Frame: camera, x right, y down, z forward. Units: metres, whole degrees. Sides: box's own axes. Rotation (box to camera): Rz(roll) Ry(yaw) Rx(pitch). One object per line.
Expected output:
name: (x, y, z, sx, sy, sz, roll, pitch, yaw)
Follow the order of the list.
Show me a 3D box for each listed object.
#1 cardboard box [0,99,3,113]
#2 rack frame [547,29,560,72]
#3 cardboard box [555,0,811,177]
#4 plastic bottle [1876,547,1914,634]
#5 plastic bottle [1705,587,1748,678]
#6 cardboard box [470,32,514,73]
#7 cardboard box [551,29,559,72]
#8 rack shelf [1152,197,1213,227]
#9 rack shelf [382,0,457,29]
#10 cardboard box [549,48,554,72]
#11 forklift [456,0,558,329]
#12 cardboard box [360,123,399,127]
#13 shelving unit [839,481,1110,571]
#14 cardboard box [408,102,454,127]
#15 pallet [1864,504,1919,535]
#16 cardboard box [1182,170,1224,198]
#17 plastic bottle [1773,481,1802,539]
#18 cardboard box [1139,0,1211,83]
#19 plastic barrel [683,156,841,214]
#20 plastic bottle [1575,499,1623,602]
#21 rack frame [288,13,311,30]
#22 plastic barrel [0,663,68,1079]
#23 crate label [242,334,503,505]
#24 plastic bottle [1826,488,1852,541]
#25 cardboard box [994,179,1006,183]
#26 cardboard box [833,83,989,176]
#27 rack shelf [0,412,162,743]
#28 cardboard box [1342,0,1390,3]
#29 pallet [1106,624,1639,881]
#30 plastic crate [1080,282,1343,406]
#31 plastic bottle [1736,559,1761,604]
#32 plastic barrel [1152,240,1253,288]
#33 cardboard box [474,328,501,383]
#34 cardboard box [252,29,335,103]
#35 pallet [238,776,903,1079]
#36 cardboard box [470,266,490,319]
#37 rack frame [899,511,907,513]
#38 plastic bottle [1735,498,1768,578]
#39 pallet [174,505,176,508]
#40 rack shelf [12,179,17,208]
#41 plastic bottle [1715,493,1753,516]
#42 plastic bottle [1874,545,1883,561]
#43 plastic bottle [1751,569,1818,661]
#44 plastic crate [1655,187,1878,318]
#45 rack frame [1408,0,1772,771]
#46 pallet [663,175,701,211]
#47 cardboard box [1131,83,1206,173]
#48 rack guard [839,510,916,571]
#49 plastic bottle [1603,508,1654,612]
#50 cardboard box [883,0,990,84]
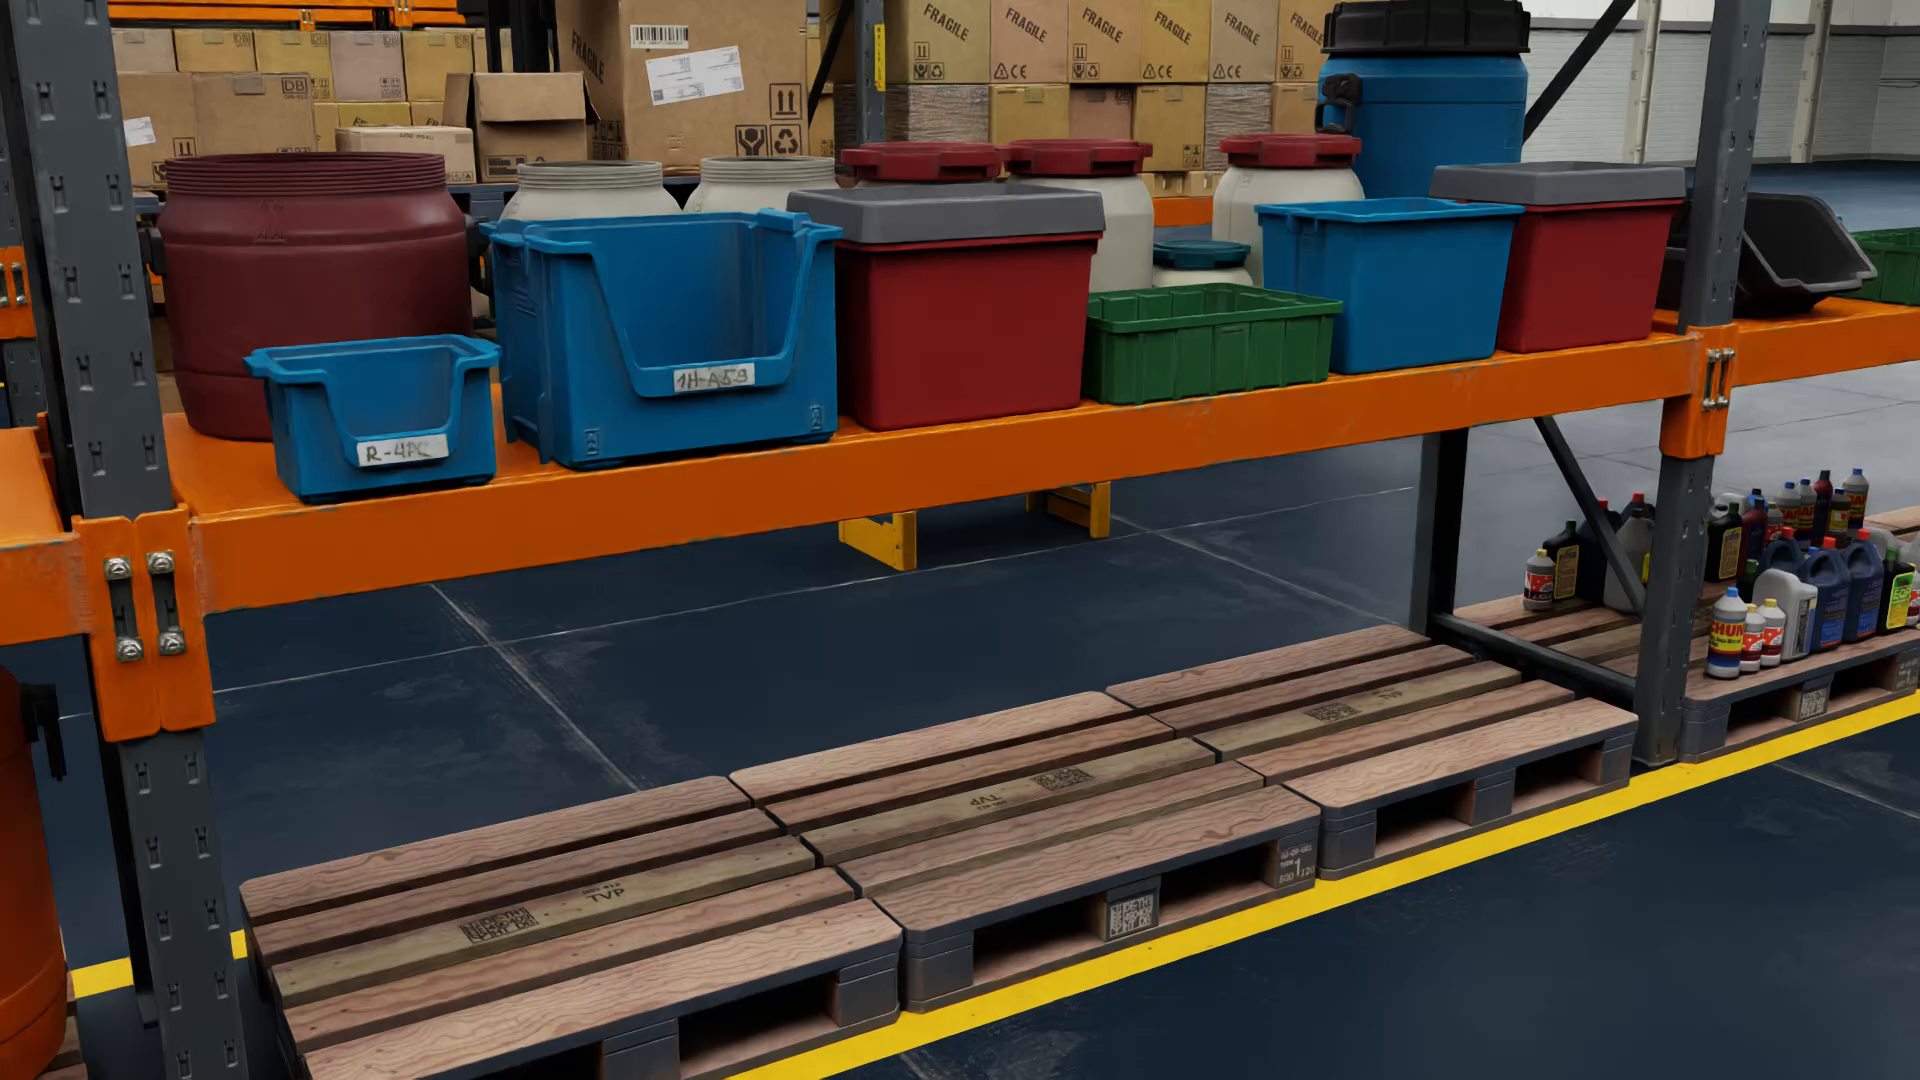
cardboard box: (-8.725, -4.166, 15.199, 0.500, 0.500, 0.500, -10, 18, -31)
rack frame: (-3.165, -3.188, 13.225, 0.127, 3.000, 1.000, -9, 18, -30)
cardboard box: (-1.450, -2.439, 8.665, 1.000, 1.000, 1.000, -9, 18, -29)
plastic bottle: (3.084, 0.160, 5.500, 0.133, 0.283, 0.061, -8, 18, -27)
plastic bottle: (2.353, 0.279, 5.099, 0.097, 0.271, 0.097, 0, 16, 0)
cardboard box: (-3.587, -3.647, 12.826, 0.500, 0.500, 0.700, -10, 18, -31)
cardboard box: (-2.831, -3.824, 13.214, 0.550, 0.550, 0.875, -9, 18, -30)
rack shelf: (1.017, -1.958, 10.170, 4.000, 0.370, 1.077, -9, 18, -30)
rack shelf: (-4.086, -5.695, 17.945, 4.000, 0.370, 1.077, -9, 18, -30)
cardboard box: (-4.418, -5.133, 17.573, 0.500, 0.500, 0.700, -10, 18, -31)
forklift: (-2.691, -2.621, 11.328, 1.130, 2.935, 3.031, -9, 18, -30)
cardboard box: (-2.835, -1.902, 8.109, 0.258, 0.266, 0.396, -10, 18, -31)
shelving unit: (0.065, -0.733, 7.245, 1.083, 1.500, 0.587, -9, 18, -30)
cardboard box: (-3.908, -3.032, 12.482, 0.500, 0.500, 0.500, -9, 18, -30)
pallet: (4.542, 0.039, 6.878, 1.213, 0.211, 1.003, -9, 18, -30)
cardboard box: (1.362, -2.141, 9.957, 0.250, 0.149, 0.380, -9, 18, -30)
plastic bottle: (3.188, -0.093, 6.424, 0.097, 0.271, 0.097, 0, 16, 0)
cardboard box: (1.099, -2.914, 9.660, 0.500, 0.500, 0.500, -9, 18, -30)
plastic barrel: (-0.442, -0.629, 3.890, 0.421, 0.512, 0.421, 0, 16, 0)
plastic bottle: (2.257, 0.027, 5.849, 0.185, 0.351, 0.144, -10, 18, -31)
rack frame: (-8.360, -5.467, 21.356, 0.127, 3.000, 1.000, -9, 18, -30)
plastic barrel: (-1.986, 0.590, 2.989, 0.708, 0.830, 0.600, -9, 18, -30)
crate label: (-1.021, -0.216, 2.932, 0.416, 0.233, 0.303, -9, 18, -30)
plastic bottle: (3.479, -0.107, 6.602, 0.097, 0.201, 0.097, 0, 16, 0)
cardboard box: (0.063, -1.939, 9.234, 0.250, 0.149, 0.380, -9, 18, -30)
cardboard box: (-0.279, -2.266, 9.200, 0.500, 0.500, 0.875, -9, 18, -30)
rack shelf: (-3.289, 0.300, 2.115, 4.000, 0.370, 1.077, -9, 18, -30)
cardboard box: (2.388, -3.122, 10.400, 0.500, 0.500, 0.500, -9, 18, -30)
pallet: (1.201, 0.580, 4.948, 1.213, 0.211, 1.003, -9, 18, -30)
plastic crate: (0.506, -0.471, 3.925, 0.662, 0.188, 0.450, -9, 18, -30)
plastic bottle: (2.560, 0.197, 5.367, 0.133, 0.283, 0.061, -9, 18, -30)
plastic barrel: (0.640, -0.665, 4.482, 0.301, 0.262, 0.301, 0, 16, 0)
cardboard box: (-2.132, -0.814, 8.574, 0.500, 0.500, 0.700, -11, 19, -34)
cardboard box: (-4.894, -3.435, 12.070, 0.500, 0.500, 0.700, -9, 18, -30)
pallet: (-0.891, 0.920, 3.738, 1.213, 0.211, 1.003, -9, 18, -30)
cardboard box: (-3.651, -2.200, 13.090, 0.750, 0.750, 1.050, -9, 18, -30)
rack frame: (-0.363, -0.663, 6.998, 0.032, 1.500, 0.500, -9, 18, -30)
plastic bottle: (2.895, -0.009, 6.103, 0.133, 0.283, 0.061, -9, 18, -30)
pallet: (-3.455, -0.236, 7.861, 1.213, 0.211, 1.003, -9, 18, -30)
rack shelf: (-4.879, -2.564, 12.331, 4.000, 0.370, 1.077, -9, 18, -30)
plastic bottle: (2.840, -0.030, 6.192, 0.135, 0.276, 0.152, -9, 18, -29)
plastic bottle: (3.028, 0.150, 5.558, 0.097, 0.271, 0.097, 0, 16, 0)
plastic bottle: (2.616, 0.225, 5.281, 0.135, 0.276, 0.152, -8, 18, -28)
plastic crate: (2.368, -0.894, 5.156, 0.504, 0.338, 0.767, -9, 18, -30)
rack frame: (1.854, -0.880, 4.993, 0.127, 3.000, 1.000, -9, 18, -30)
pallet: (-1.427, -1.861, 8.848, 1.213, 0.211, 1.003, -9, 18, -30)
cardboard box: (0.994, -2.480, 9.964, 0.500, 0.500, 0.875, -9, 18, -30)
rack guard: (-0.362, -0.062, 7.167, 0.087, 0.250, 0.587, -9, 18, -30)
plastic bottle: (2.332, 0.060, 5.730, 0.185, 0.351, 0.144, -9, 18, -30)
cardboard box: (-0.180, -2.703, 8.906, 0.500, 0.500, 0.500, -9, 18, -30)
